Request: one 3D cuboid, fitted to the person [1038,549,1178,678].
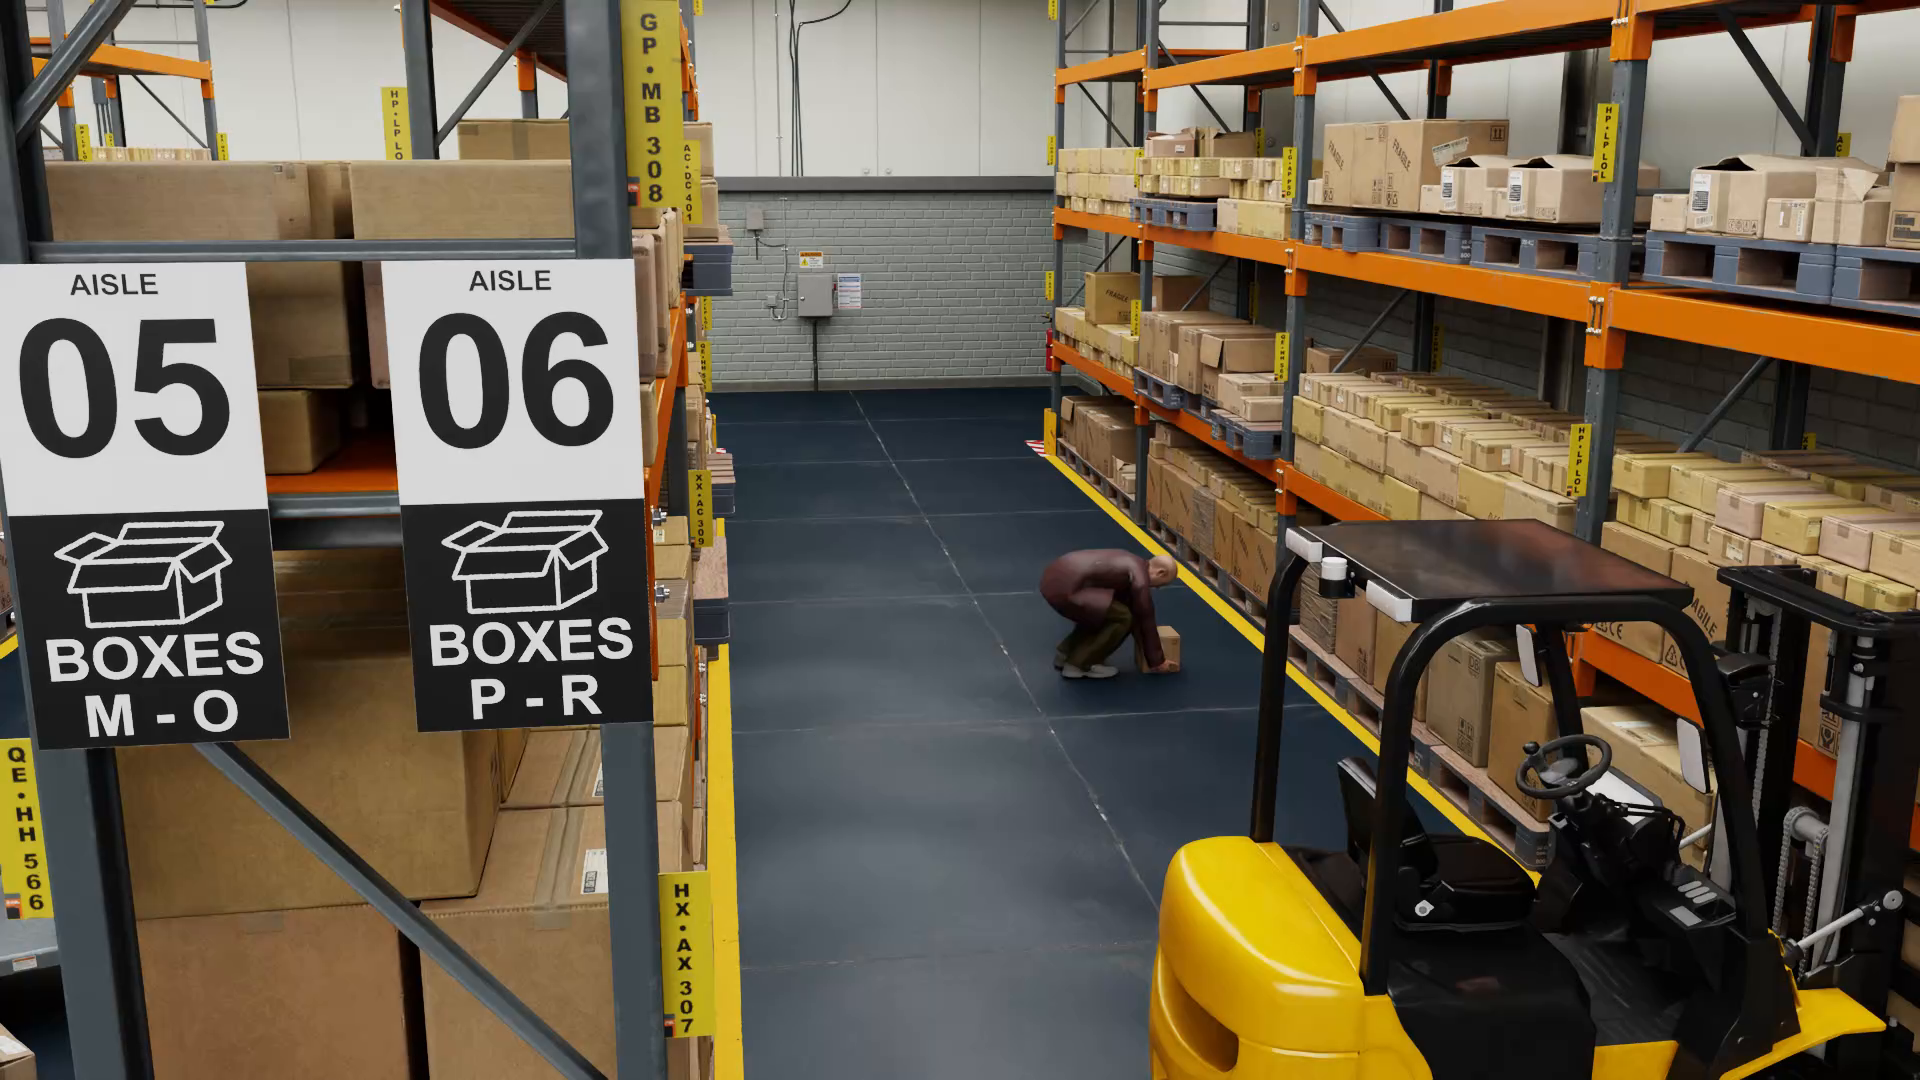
[{"bbox_3d":[0.993,0.479,11.088,0.951,0.850,0.584,-2,13,-10],"label":"person"}]
